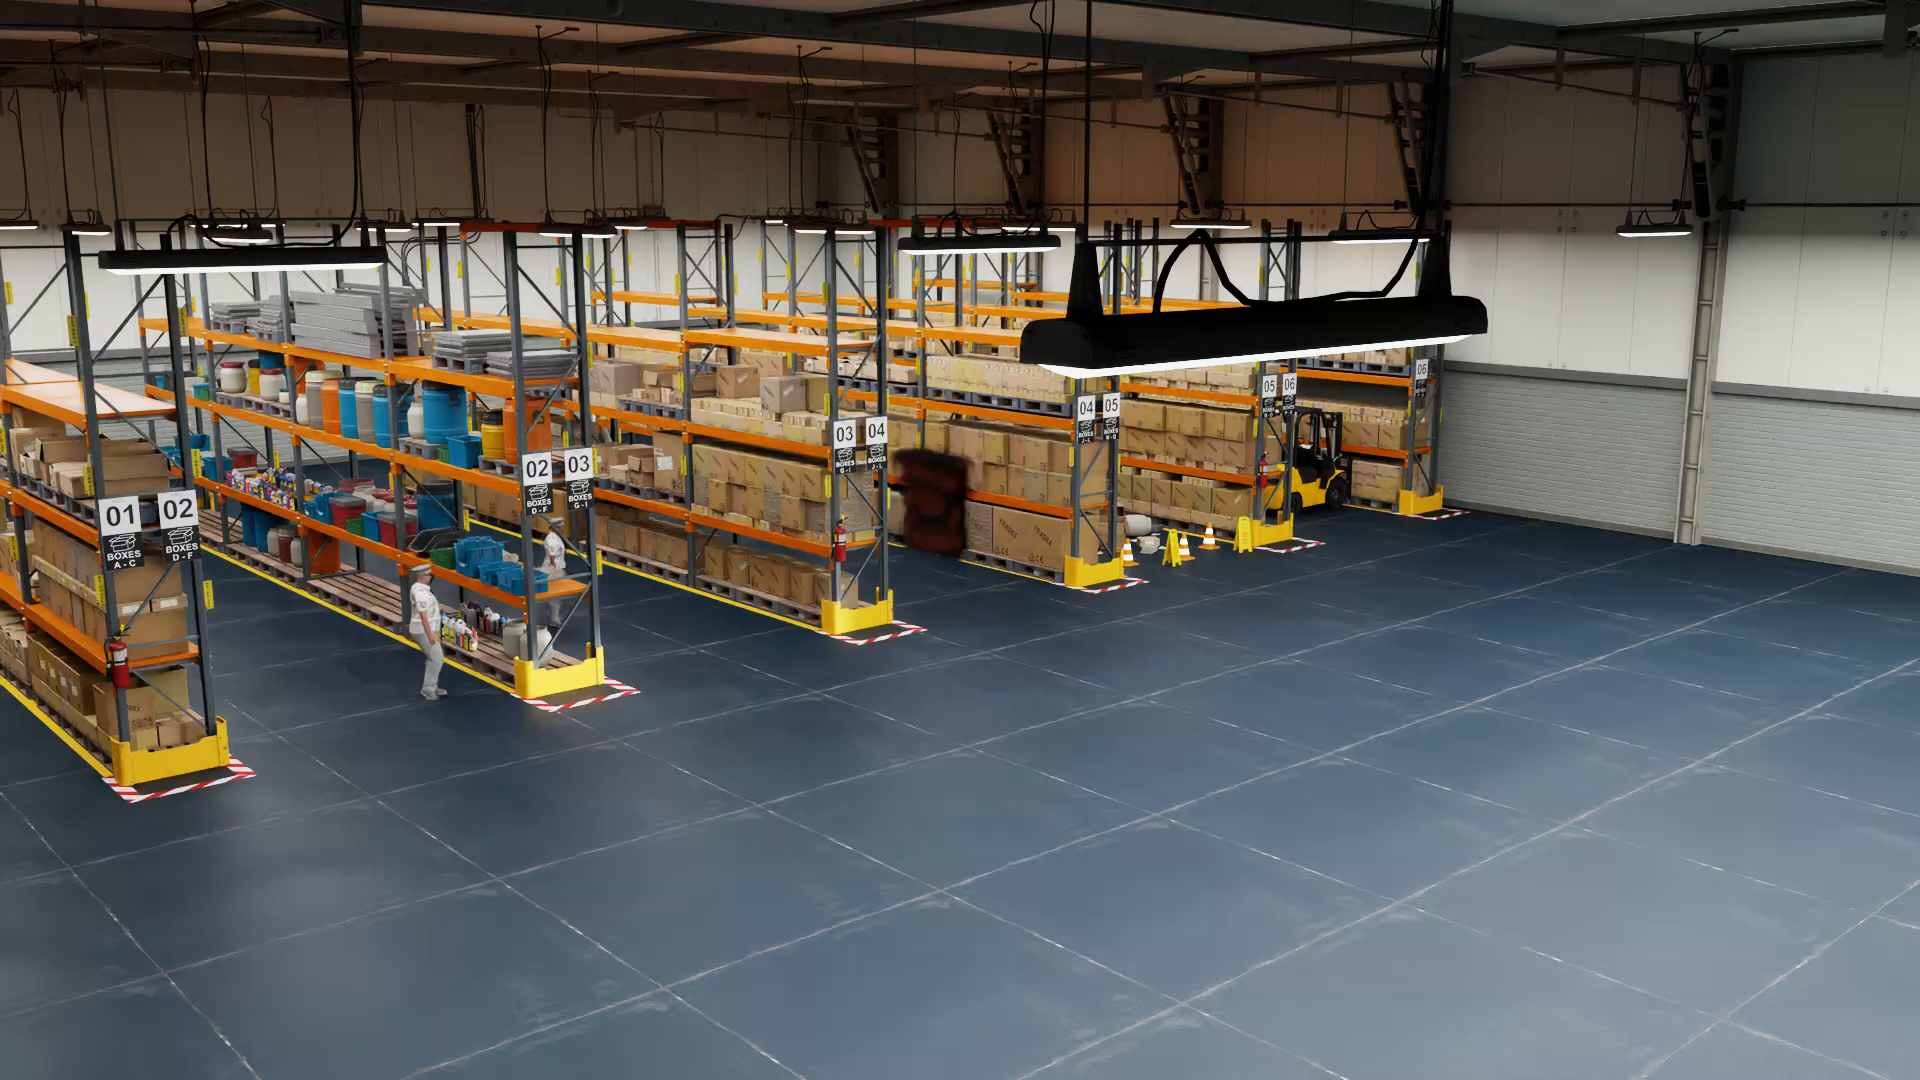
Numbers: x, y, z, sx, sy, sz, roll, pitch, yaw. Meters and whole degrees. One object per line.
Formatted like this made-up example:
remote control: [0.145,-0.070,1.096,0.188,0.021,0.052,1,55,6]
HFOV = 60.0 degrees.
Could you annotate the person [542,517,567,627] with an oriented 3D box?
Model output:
person: [-6.190,0.480,25.336,0.472,1.661,0.511,3,12,14]

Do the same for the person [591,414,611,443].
person: [-9.070,-2.947,42.024,1.131,1.724,0.691,-1,11,-6]

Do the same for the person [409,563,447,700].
person: [-6.940,1.215,21.660,0.429,1.814,0.540,-2,12,-9]
